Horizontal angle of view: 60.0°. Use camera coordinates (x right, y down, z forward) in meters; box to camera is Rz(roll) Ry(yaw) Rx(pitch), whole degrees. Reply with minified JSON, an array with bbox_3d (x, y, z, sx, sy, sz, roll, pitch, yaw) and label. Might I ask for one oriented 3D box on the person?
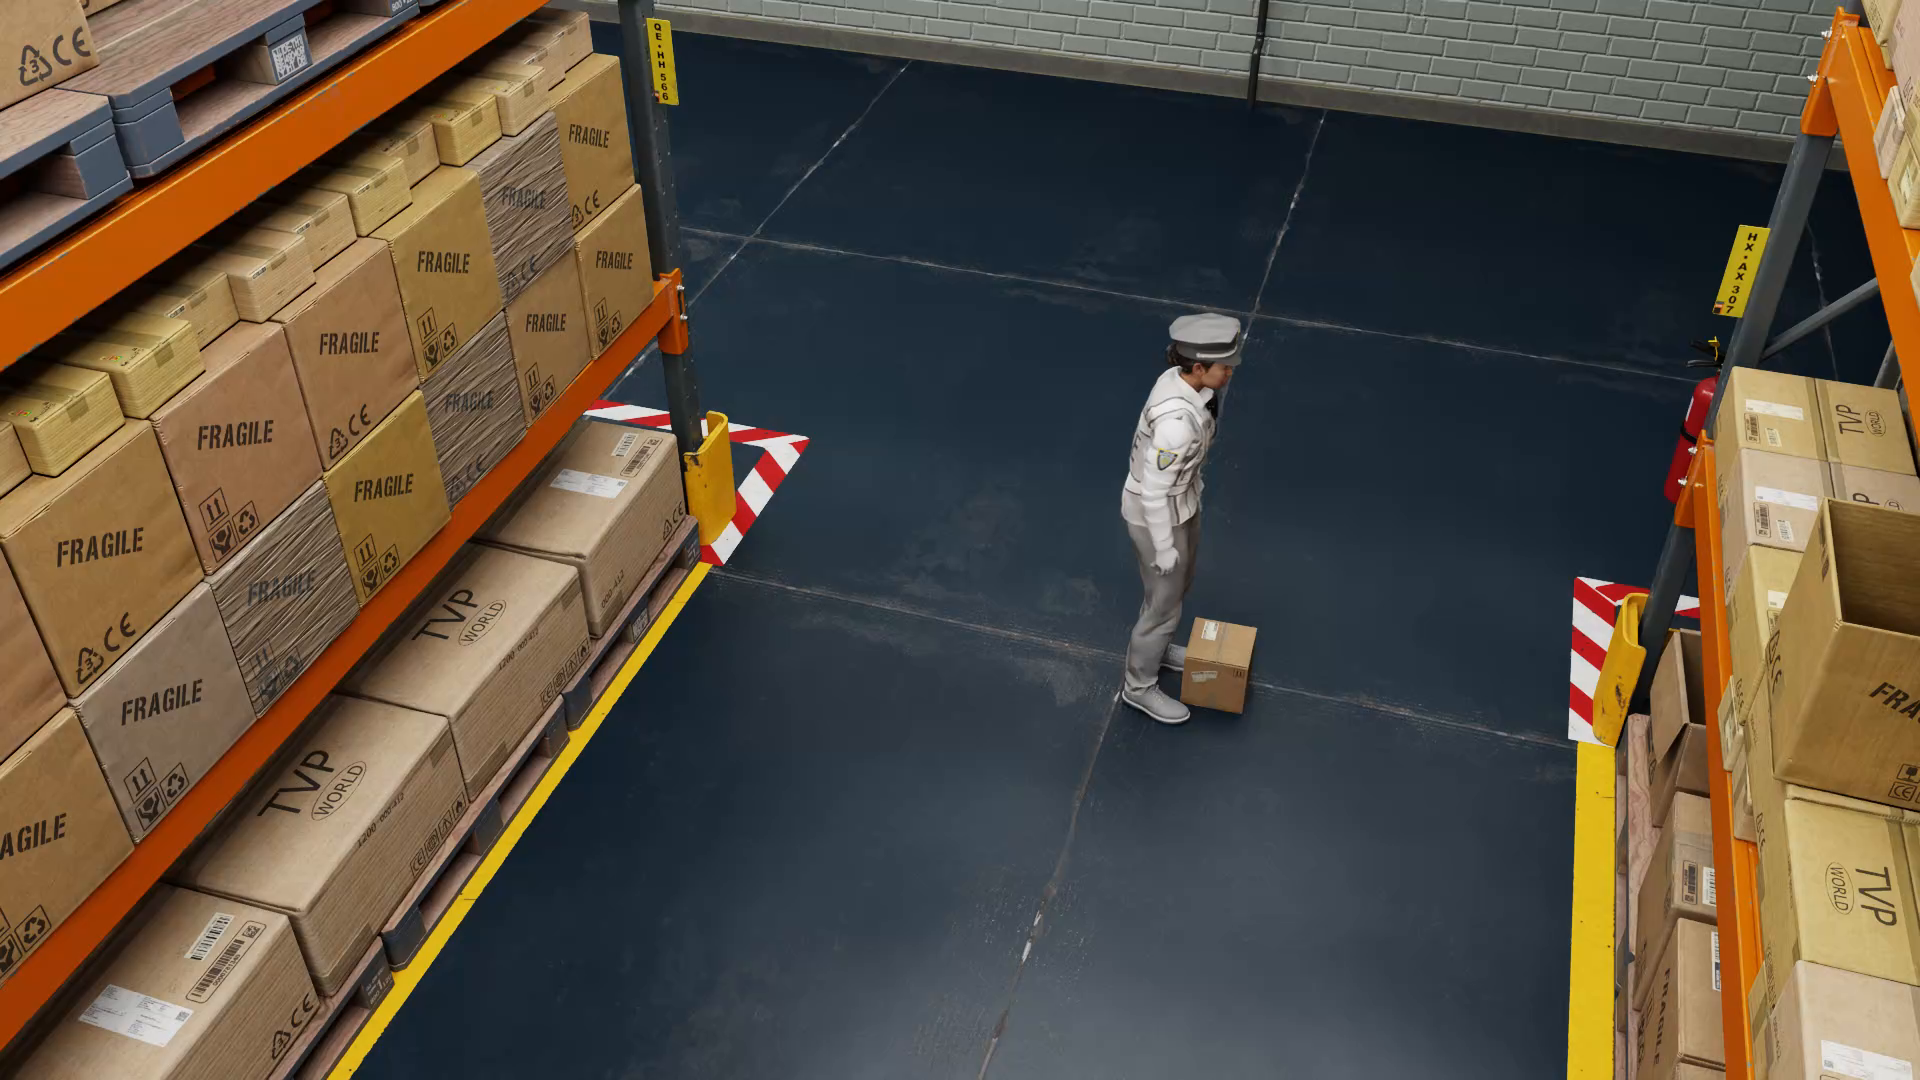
[{"bbox_3d":[0.800,-0.095,6.272,0.376,1.663,0.527,11,39,14],"label":"person"}]
